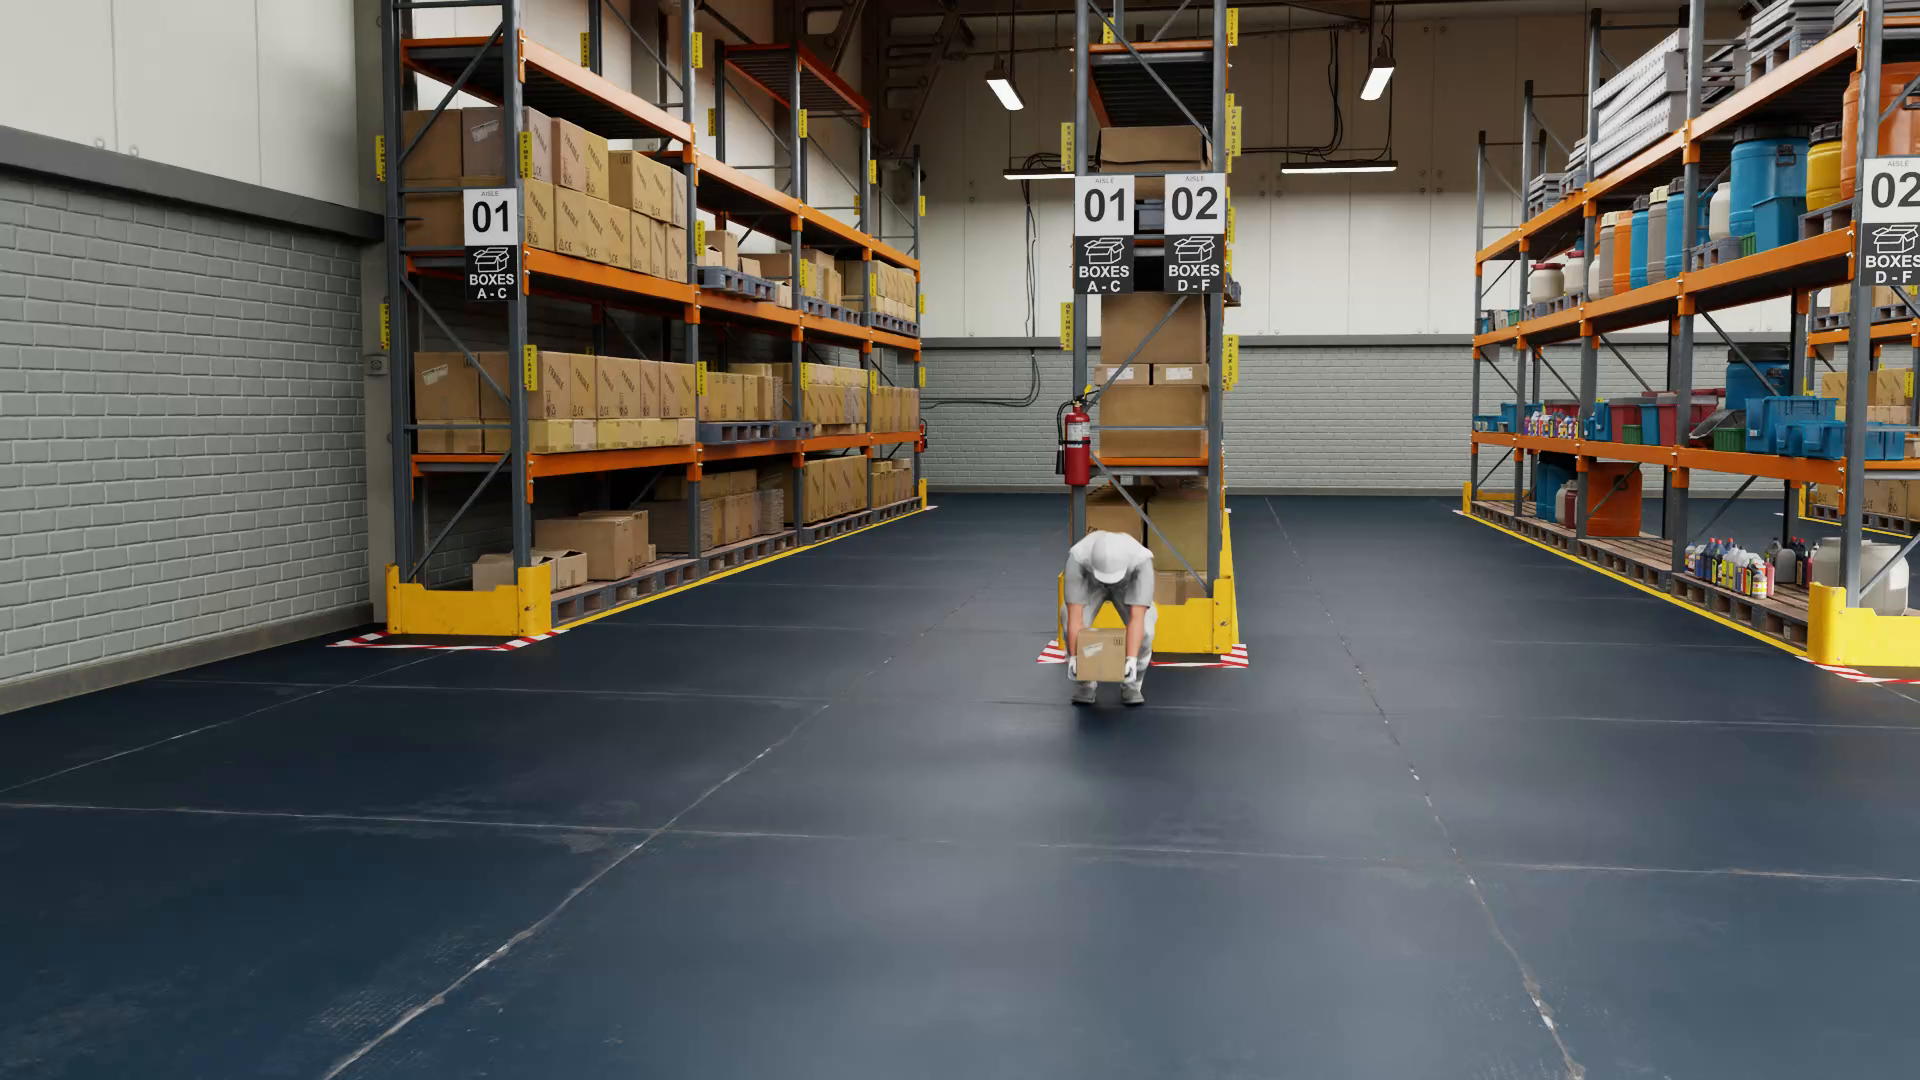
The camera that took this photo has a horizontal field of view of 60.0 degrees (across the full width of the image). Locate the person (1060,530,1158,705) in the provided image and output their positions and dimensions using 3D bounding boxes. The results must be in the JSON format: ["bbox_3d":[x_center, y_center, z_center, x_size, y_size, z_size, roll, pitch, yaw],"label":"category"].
[{"bbox_3d":[0.812,0.426,9.090,0.536,0.991,0.953,0,4,6],"label":"person"}]
